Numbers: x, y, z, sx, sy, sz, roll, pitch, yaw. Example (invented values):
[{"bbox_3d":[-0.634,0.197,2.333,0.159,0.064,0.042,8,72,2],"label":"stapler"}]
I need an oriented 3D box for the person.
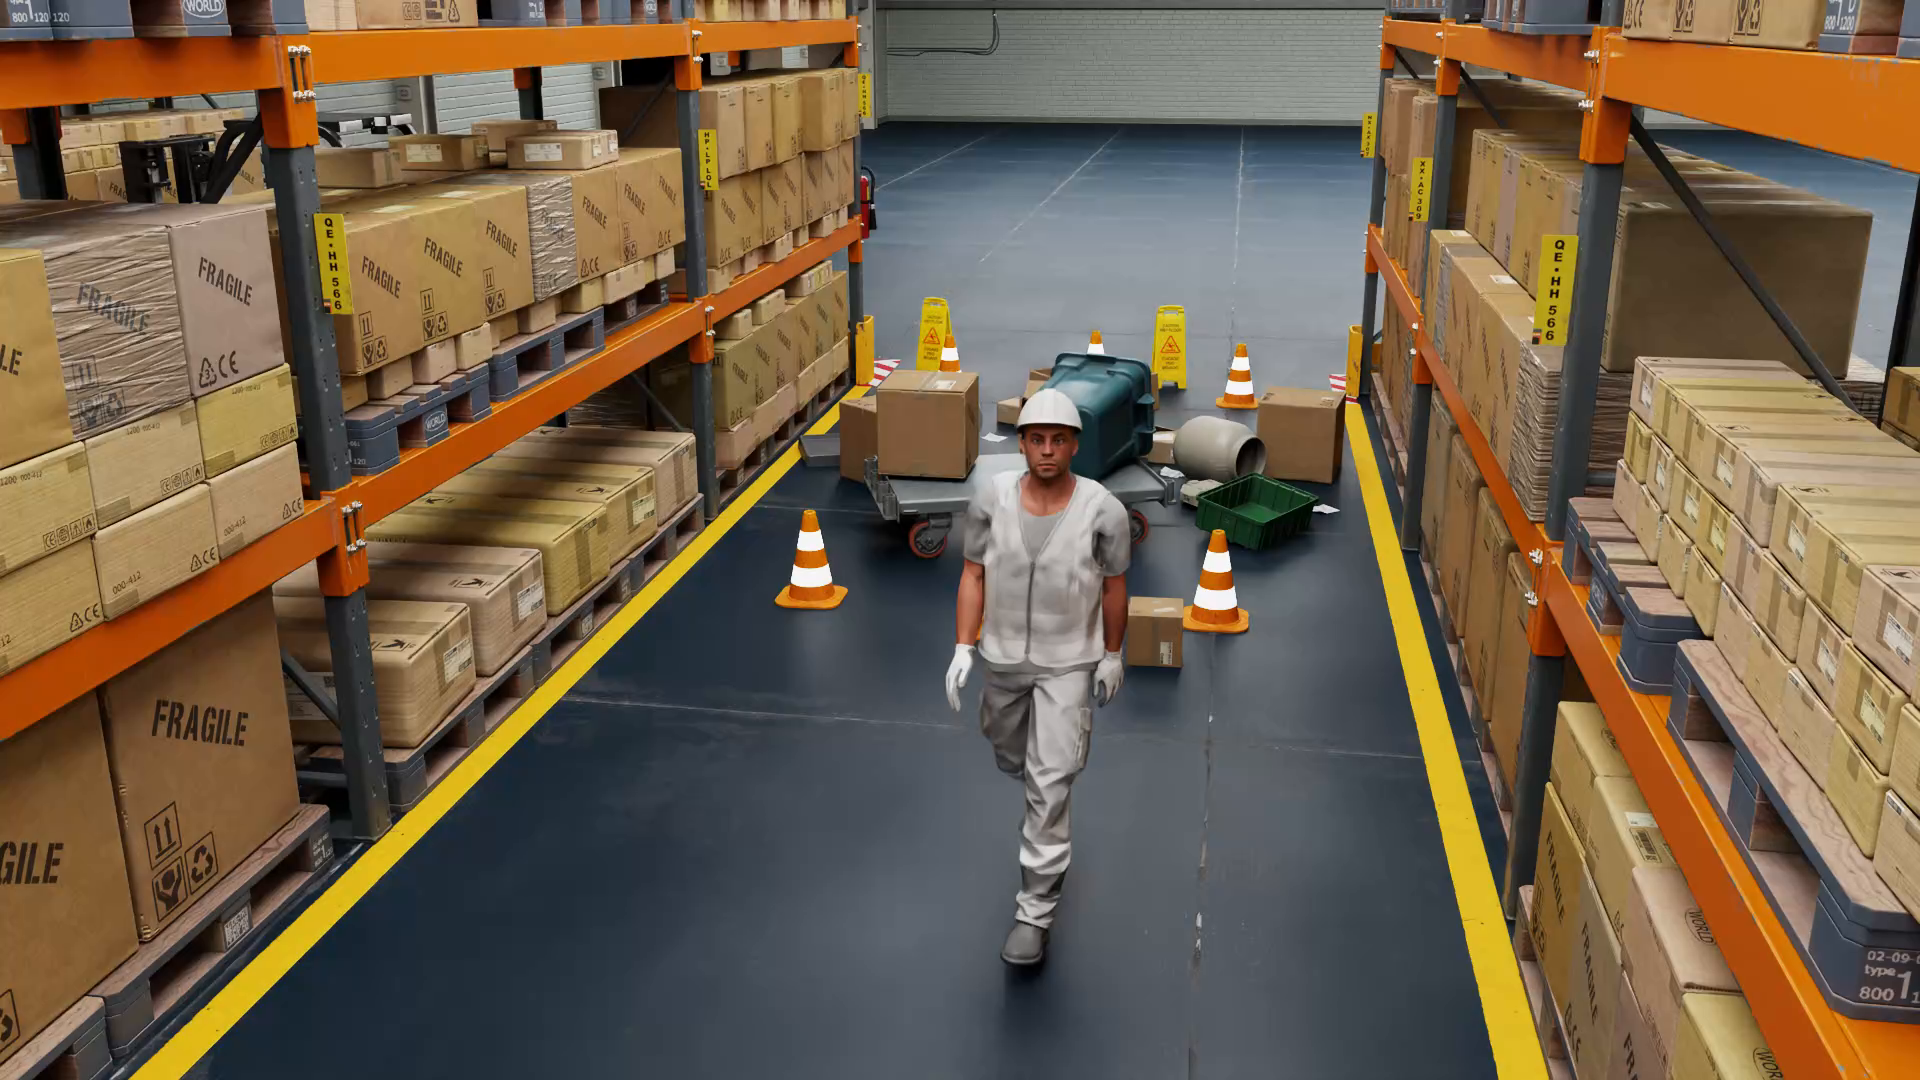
[{"bbox_3d":[0.259,0.373,5.340,0.529,1.747,1.036,6,19,18],"label":"person"}]
